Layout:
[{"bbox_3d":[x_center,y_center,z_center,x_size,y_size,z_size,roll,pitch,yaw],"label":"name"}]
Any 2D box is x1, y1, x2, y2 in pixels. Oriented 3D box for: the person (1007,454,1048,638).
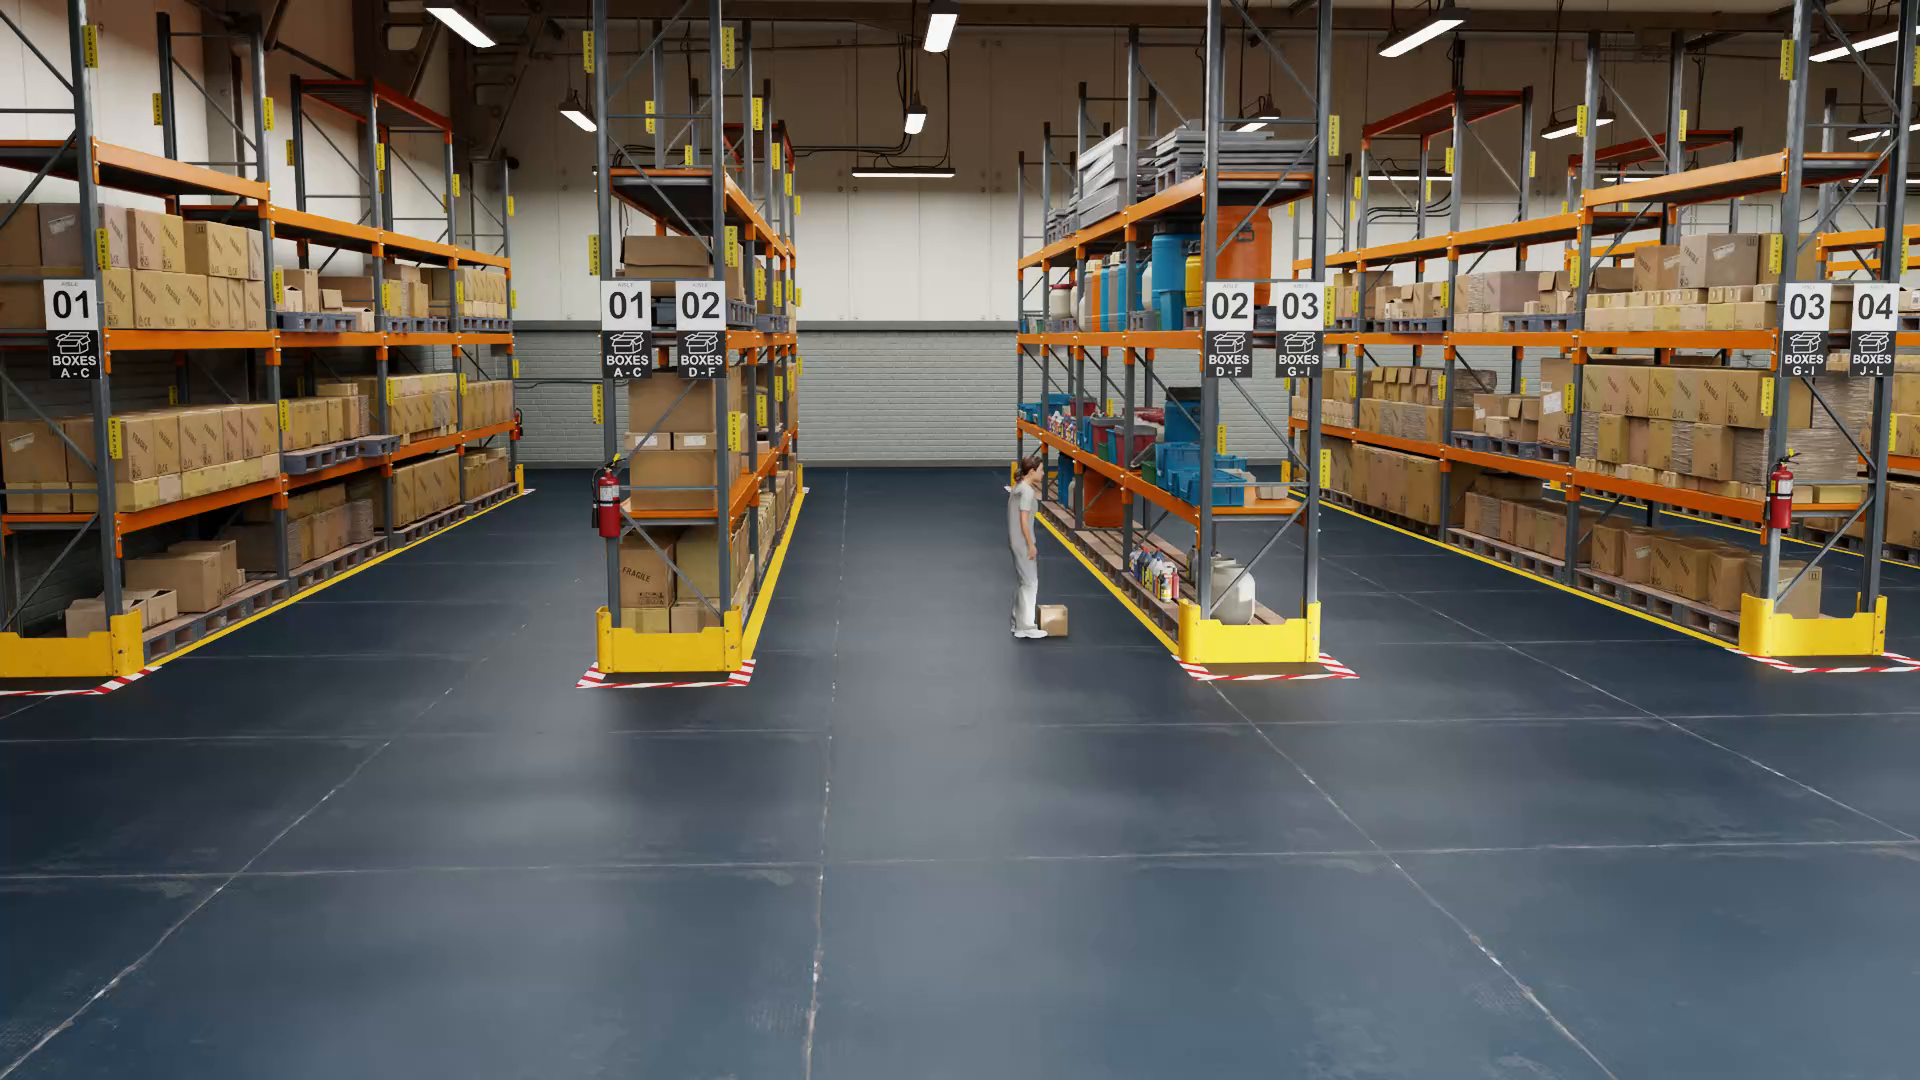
[{"bbox_3d":[0.614,0.045,15.382,0.359,1.673,0.486,0,7,-3],"label":"person"}]
